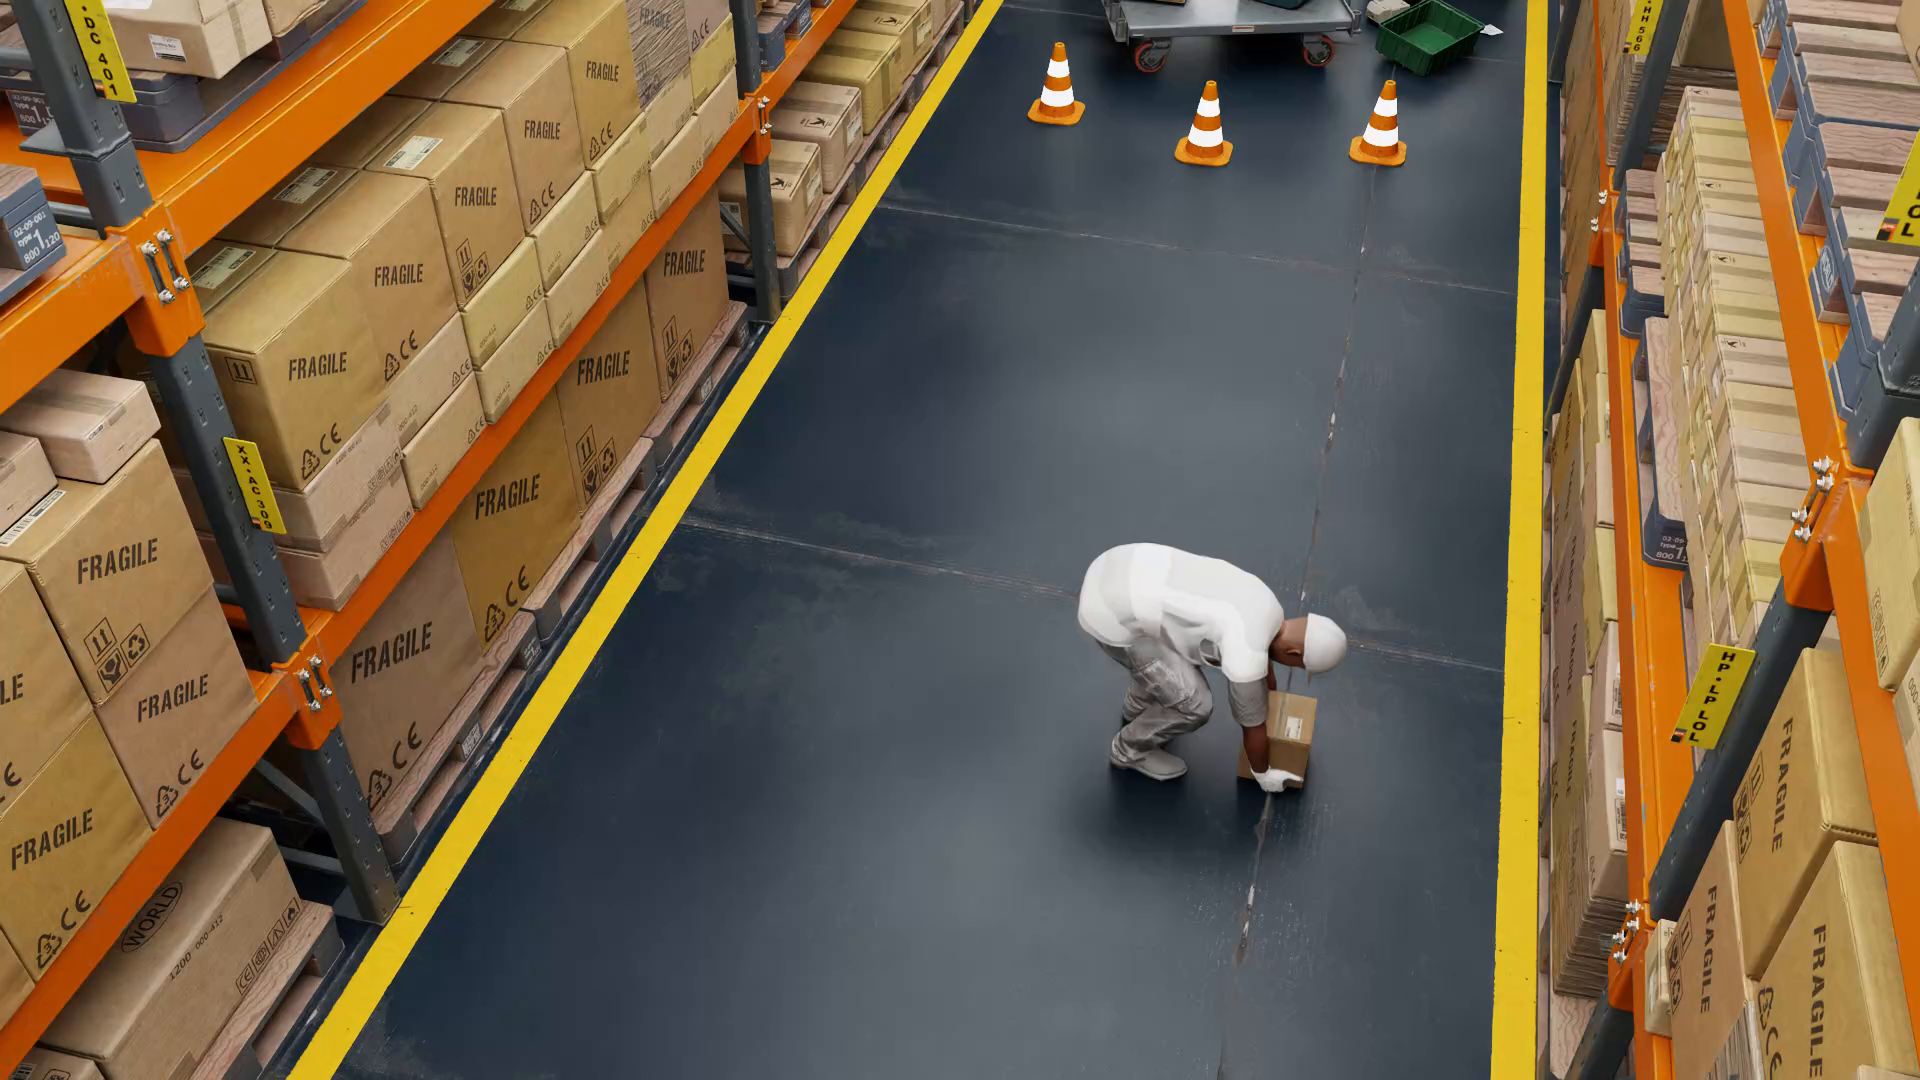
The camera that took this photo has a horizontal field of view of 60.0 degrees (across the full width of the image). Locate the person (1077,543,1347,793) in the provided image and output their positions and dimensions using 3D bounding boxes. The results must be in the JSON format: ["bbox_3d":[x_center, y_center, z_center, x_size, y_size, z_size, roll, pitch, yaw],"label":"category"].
[{"bbox_3d":[0.926,0.462,6.244,0.982,0.945,0.524,8,41,9],"label":"person"}]
